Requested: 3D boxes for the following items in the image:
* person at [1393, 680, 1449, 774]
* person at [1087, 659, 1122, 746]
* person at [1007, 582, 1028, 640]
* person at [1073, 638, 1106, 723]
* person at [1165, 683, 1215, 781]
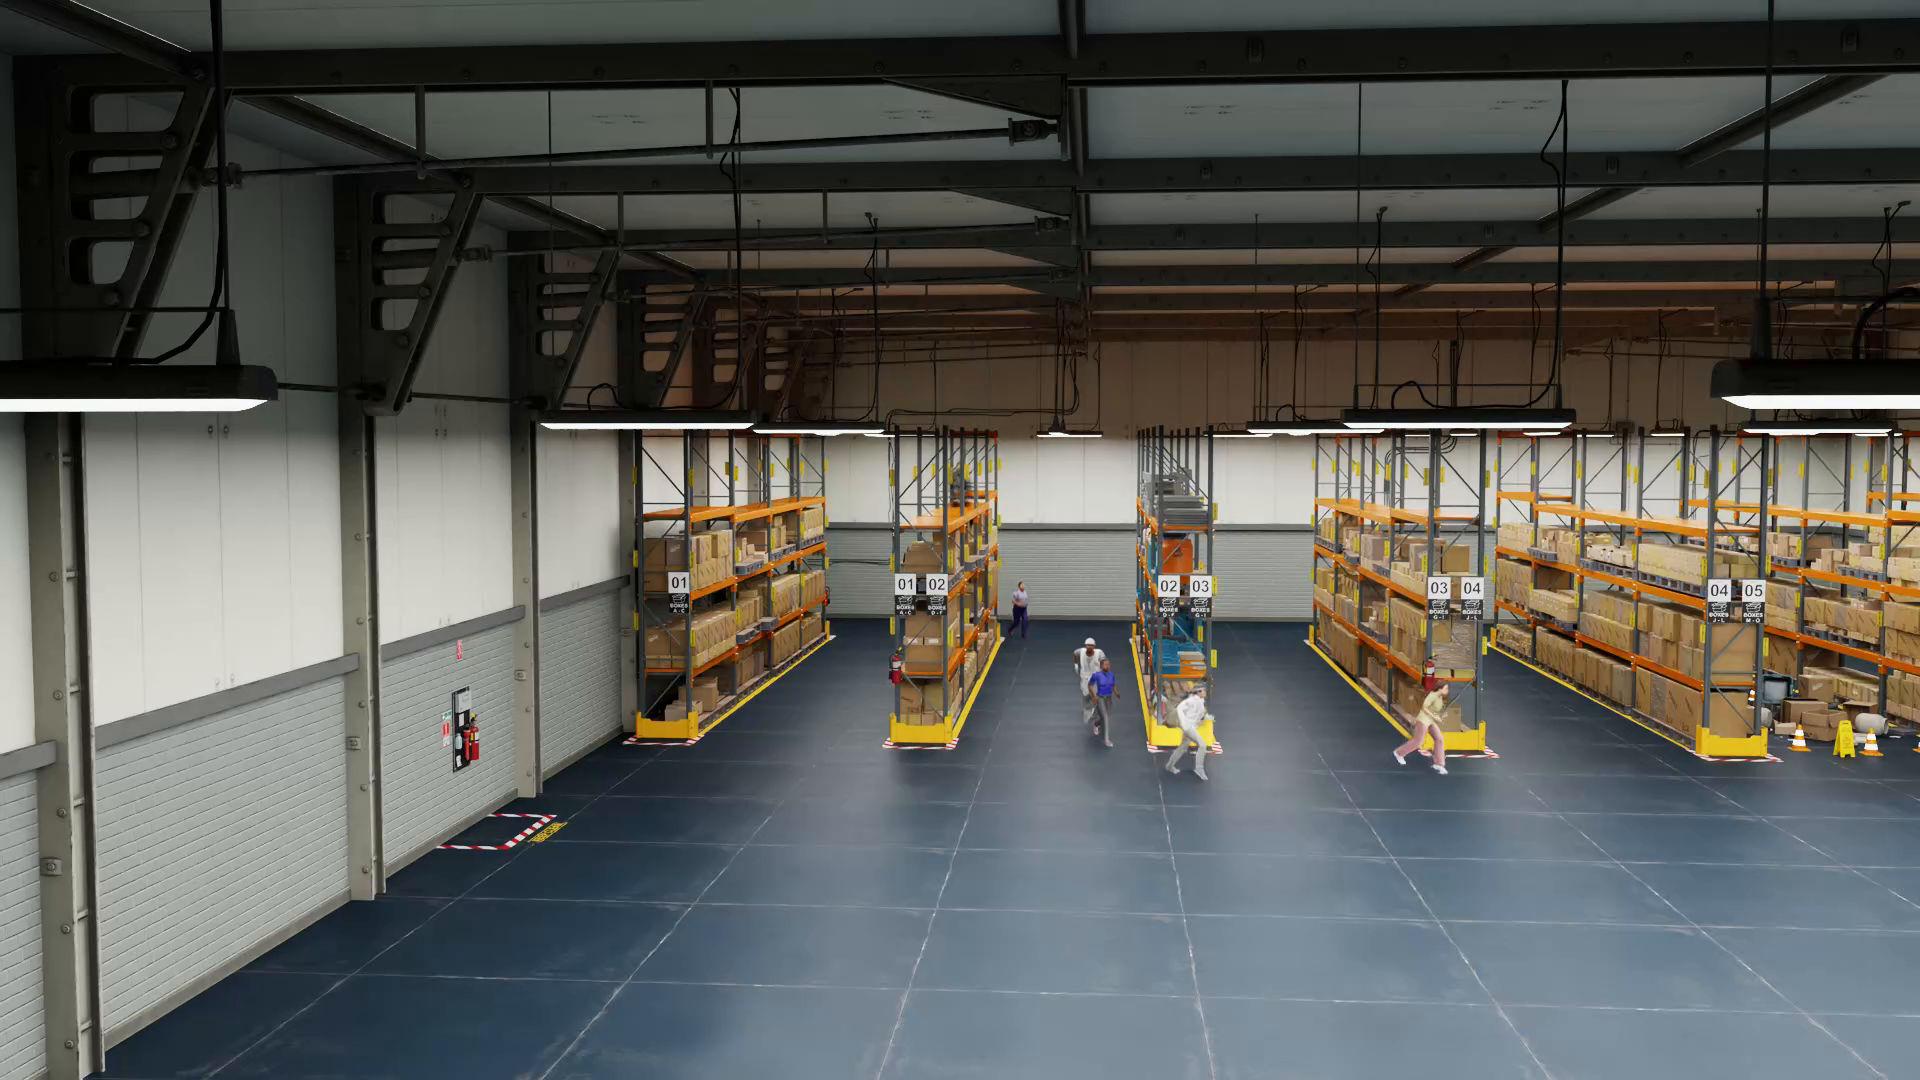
[{"bbox_3d":[8.003,3.211,28.816,1.004,1.624,0.614,2,4,32],"label":"person"},{"bbox_3d":[2.665,3.037,31.397,0.560,1.628,0.780,-2,4,-27],"label":"person"},{"bbox_3d":[1.714,2.034,48.004,0.600,1.654,0.823,-2,4,-35],"label":"person"},{"bbox_3d":[2.633,2.824,33.669,0.668,1.739,0.936,0,3,2],"label":"person"},{"bbox_3d":[3.864,3.227,28.155,0.870,1.671,0.632,2,4,27],"label":"person"}]
